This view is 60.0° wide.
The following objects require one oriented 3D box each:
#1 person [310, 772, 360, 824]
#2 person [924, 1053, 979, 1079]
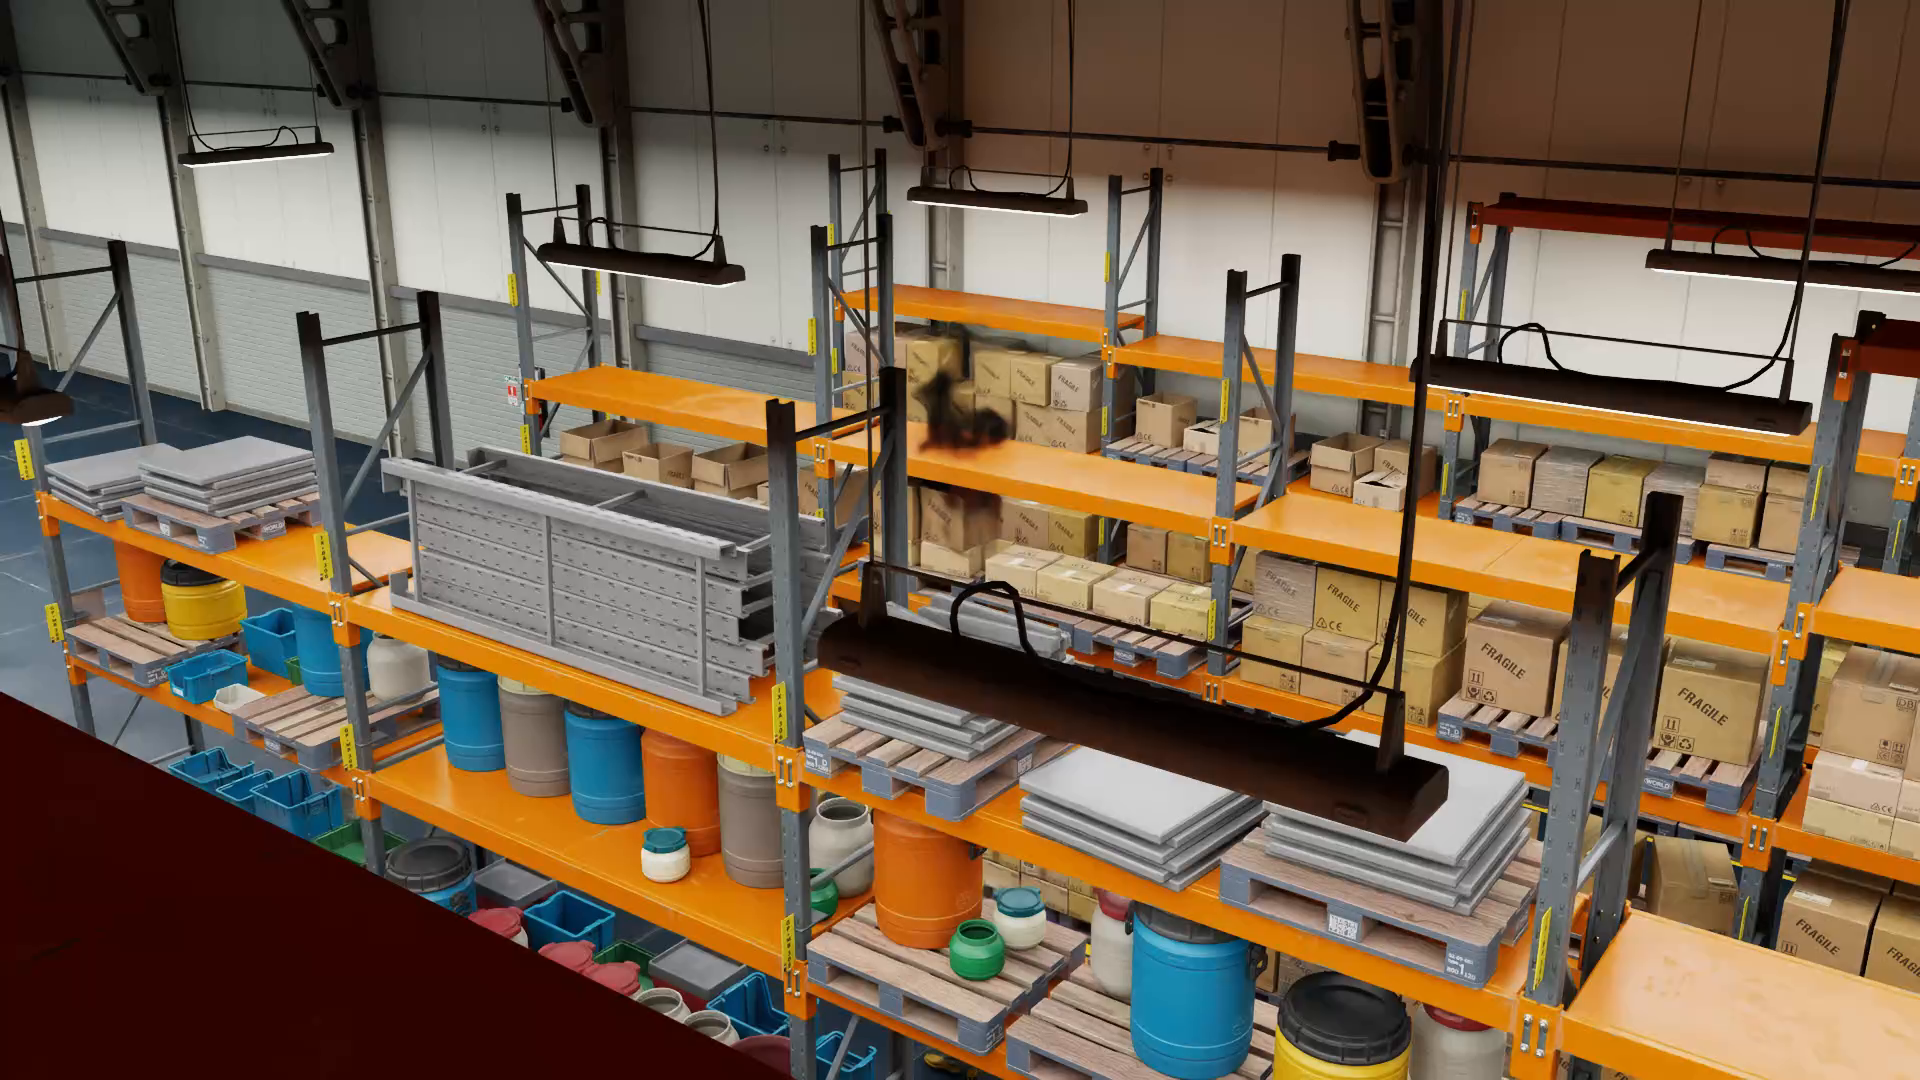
[{"bbox_3d":[-5.813,2.285,15.678,0.849,1.710,0.627,8,20,24],"label":"person"},{"bbox_3d":[0.000,3.298,12.551,0.625,1.719,0.700,9,21,25],"label":"person"}]
